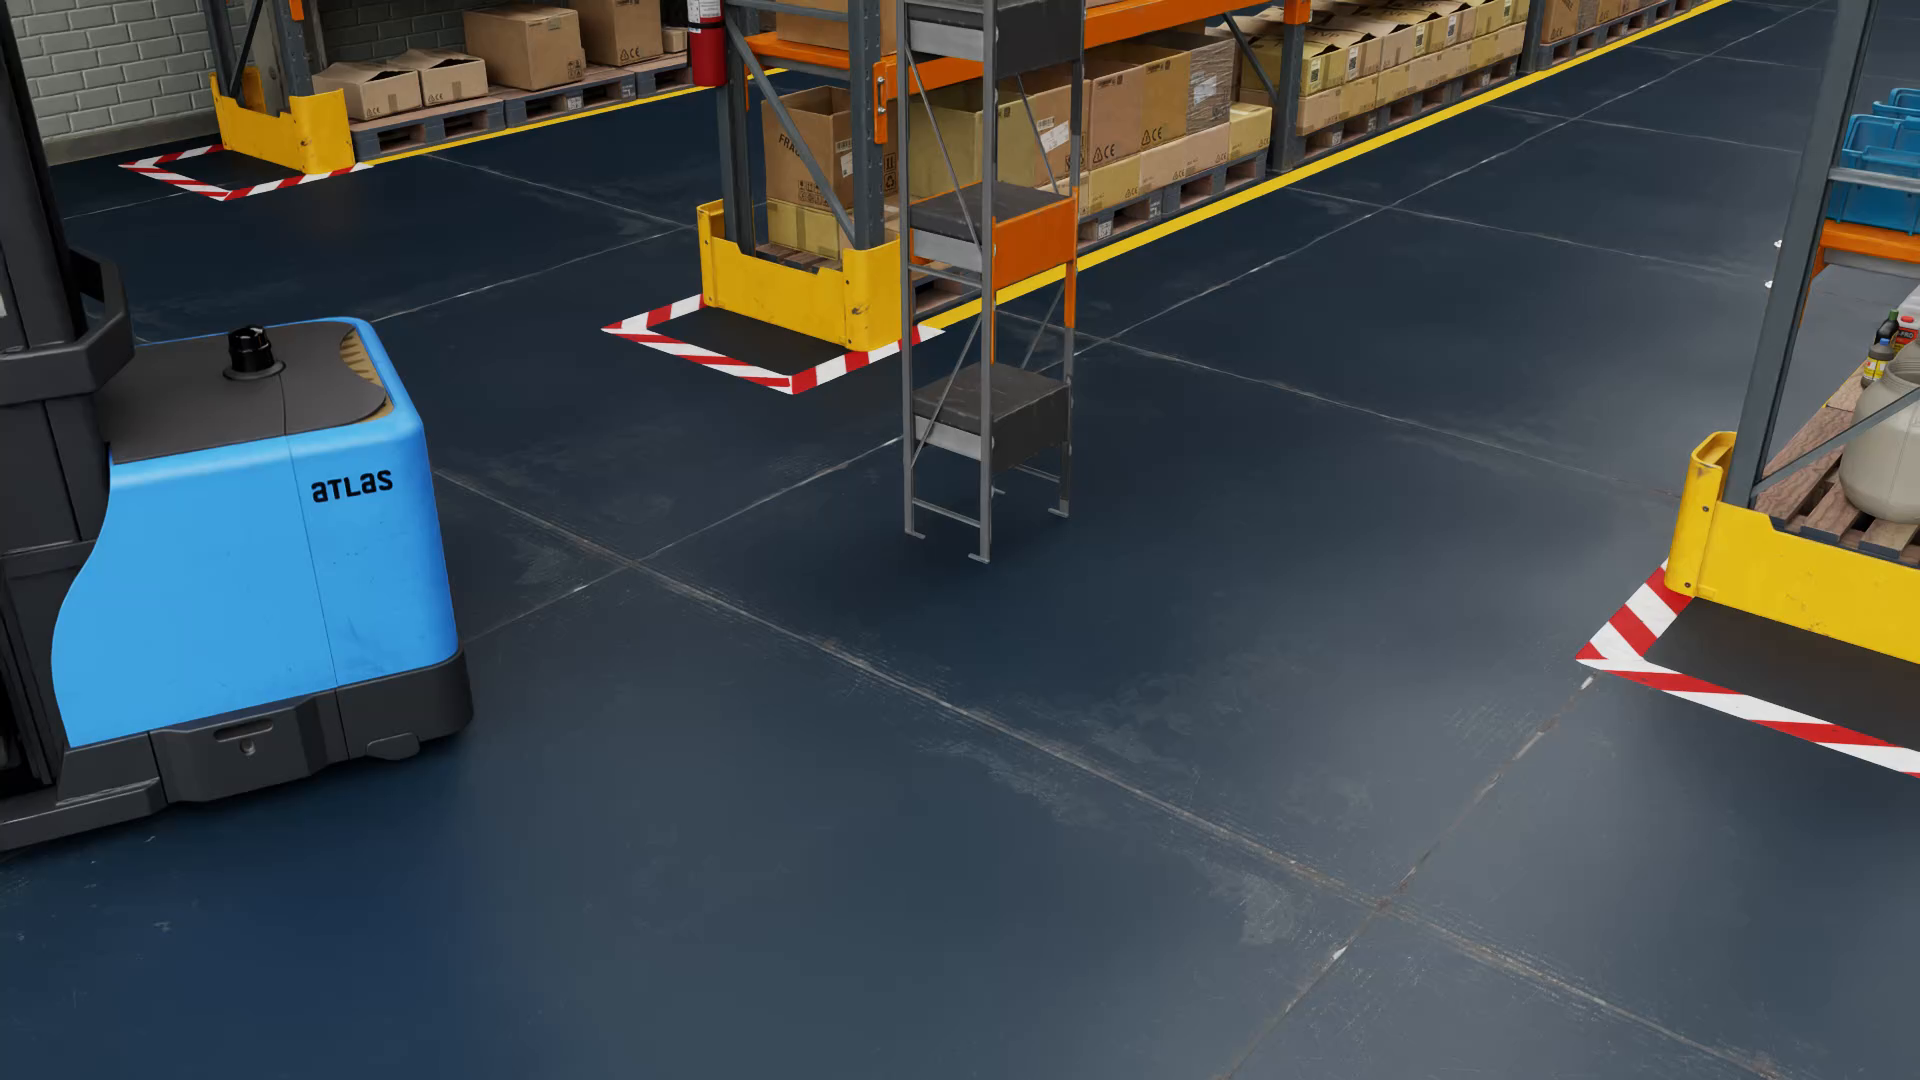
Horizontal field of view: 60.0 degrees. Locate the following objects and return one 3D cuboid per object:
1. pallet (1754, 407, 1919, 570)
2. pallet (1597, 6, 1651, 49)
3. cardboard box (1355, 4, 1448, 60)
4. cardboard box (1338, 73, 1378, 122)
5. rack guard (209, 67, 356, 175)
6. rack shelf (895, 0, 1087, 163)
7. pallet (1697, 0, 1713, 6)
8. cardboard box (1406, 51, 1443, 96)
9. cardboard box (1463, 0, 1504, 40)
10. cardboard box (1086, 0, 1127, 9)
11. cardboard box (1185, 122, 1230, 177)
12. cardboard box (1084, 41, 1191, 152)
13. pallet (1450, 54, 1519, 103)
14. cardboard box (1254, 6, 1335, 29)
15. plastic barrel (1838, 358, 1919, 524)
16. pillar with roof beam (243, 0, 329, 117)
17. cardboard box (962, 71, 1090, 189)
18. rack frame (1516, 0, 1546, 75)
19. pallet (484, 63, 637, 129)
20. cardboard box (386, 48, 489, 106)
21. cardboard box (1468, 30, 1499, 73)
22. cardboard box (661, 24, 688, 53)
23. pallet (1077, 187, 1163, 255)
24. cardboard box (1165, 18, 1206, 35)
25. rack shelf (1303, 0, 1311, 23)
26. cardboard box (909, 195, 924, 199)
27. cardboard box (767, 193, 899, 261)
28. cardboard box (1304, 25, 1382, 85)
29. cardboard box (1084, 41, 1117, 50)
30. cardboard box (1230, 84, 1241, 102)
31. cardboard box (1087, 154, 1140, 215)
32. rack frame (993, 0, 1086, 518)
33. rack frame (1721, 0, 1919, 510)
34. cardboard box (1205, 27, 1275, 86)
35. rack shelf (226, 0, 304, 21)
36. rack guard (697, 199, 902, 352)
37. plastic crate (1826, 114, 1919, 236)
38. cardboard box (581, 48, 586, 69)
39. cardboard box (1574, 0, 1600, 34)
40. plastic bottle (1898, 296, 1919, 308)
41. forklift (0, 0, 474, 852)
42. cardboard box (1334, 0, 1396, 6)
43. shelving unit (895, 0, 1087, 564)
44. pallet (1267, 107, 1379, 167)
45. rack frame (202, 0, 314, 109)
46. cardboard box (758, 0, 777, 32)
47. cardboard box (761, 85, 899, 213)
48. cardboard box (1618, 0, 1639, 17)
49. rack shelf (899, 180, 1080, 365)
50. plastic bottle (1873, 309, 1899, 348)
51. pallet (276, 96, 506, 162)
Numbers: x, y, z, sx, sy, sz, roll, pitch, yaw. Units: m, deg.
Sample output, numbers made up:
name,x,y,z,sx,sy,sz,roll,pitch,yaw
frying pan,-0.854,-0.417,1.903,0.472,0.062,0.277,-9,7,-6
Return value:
name,x,y,z,sx,sy,sz,roll,pitch,yaw
pallet,3.571,-0.105,6.222,1.003,0.211,1.213,21,34,34
pallet,5.587,-4.747,15.197,1.003,0.211,1.213,21,34,34
cardboard box,3.194,-3.717,12.095,0.500,0.311,0.500,22,34,36
cardboard box,2.536,-3.100,11.513,0.500,0.250,0.500,22,34,36
rack guard,-4.559,-2.828,11.173,1.175,0.500,0.348,21,34,34
rack shelf,0.105,-1.601,5.566,0.431,0.518,0.480,21,34,34
pallet,7.288,-5.724,17.085,1.003,0.211,1.213,21,34,34
cardboard box,3.188,-3.464,12.218,0.500,0.250,0.500,22,34,35
cardboard box,3.838,-4.072,12.782,0.500,0.311,0.500,20,34,34
cardboard box,0.507,-3.221,9.103,0.700,0.500,0.500,22,35,36
cardboard box,1.310,-2.446,10.249,0.500,0.250,0.500,21,34,34
cardboard box,0.994,-2.601,9.732,0.500,0.500,0.500,21,34,34
pallet,3.753,-3.782,13.332,1.003,0.211,1.213,21,34,34
cardboard box,2.444,-3.687,12.038,0.500,0.311,0.500,21,34,34
plastic barrel,3.397,-0.353,5.919,0.421,0.512,0.421,0,27,0
pillar with roof beam,-1.507,-5.819,7.704,9.100,9.000,0.400,21,34,34
cardboard box,0.355,-2.247,9.049,0.500,0.500,0.500,21,34,34
rack frame,4.306,-5.301,13.233,1.000,3.000,0.127,21,34,34
pallet,-3.238,-3.408,12.608,1.003,0.211,1.213,21,34,34
cardboard box,-3.735,-3.334,11.877,0.500,0.311,0.500,24,36,38
cardboard box,3.835,-3.825,12.915,0.500,0.250,0.500,20,34,34
cardboard box,-2.380,-4.068,13.454,0.380,0.166,0.250,16,31,28
pallet,0.448,-1.940,9.771,1.003,0.211,1.213,21,34,34
cardboard box,1.226,-3.109,10.714,0.500,0.500,0.500,21,34,34
rack shelf,3.034,-4.273,12.028,1.077,0.370,4.000,21,34,34
cardboard box,0.046,-1.734,8.872,0.500,0.250,0.500,21,34,34
cardboard box,-0.669,-1.707,8.820,0.500,0.250,0.500,21,34,34
cardboard box,2.540,-3.347,11.381,0.500,0.311,0.500,20,34,34
cardboard box,0.590,-2.754,10.028,0.500,0.500,0.500,21,34,34
cardboard box,1.802,-3.080,11.475,0.500,0.250,0.500,20,34,34
cardboard box,0.686,-2.087,9.554,0.500,0.250,0.500,21,34,34
rack frame,0.261,-1.078,6.048,0.400,2.100,0.015,21,34,34
rack frame,3.038,-1.016,4.949,1.000,3.000,0.127,21,34,34
cardboard box,1.798,-3.325,11.338,0.500,0.311,0.500,21,34,34
rack shelf,-3.335,-4.301,12.082,1.077,0.370,4.000,21,34,34
rack guard,-0.797,-1.346,8.308,1.175,0.500,0.348,21,34,34
plastic crate,3.125,-1.215,5.496,0.499,0.251,0.616,21,34,34
cardboard box,-3.096,-3.698,12.757,0.380,0.149,0.250,18,32,30
cardboard box,5.145,-4.652,14.219,0.500,0.500,0.500,19,33,33
plastic bottle,4.137,-0.911,7.233,0.152,0.276,0.135,20,33,33
forklift,-3.032,-0.581,4.184,3.031,2.935,1.130,-13,30,-23
cardboard box,3.093,-4.047,12.733,0.500,0.311,0.500,20,33,33
shelving unit,0.105,-0.991,5.881,0.431,2.100,0.503,21,34,34
pallet,2.201,-2.917,11.659,1.003,0.211,1.213,21,34,34
rack frame,-4.607,-3.911,10.546,1.000,3.000,0.127,21,34,34
cardboard box,-1.607,-4.681,14.275,0.700,0.500,0.500,22,35,36
cardboard box,-0.671,-2.040,8.649,0.500,0.500,0.500,21,34,34
cardboard box,5.796,-5.015,14.920,0.500,0.500,0.500,19,33,33
rack shelf,0.105,-0.979,5.887,0.431,0.518,0.480,21,34,34
plastic bottle,3.928,-0.831,7.069,0.061,0.283,0.133,22,34,36
pallet,-4.015,-2.977,11.776,1.003,0.211,1.213,21,34,34
